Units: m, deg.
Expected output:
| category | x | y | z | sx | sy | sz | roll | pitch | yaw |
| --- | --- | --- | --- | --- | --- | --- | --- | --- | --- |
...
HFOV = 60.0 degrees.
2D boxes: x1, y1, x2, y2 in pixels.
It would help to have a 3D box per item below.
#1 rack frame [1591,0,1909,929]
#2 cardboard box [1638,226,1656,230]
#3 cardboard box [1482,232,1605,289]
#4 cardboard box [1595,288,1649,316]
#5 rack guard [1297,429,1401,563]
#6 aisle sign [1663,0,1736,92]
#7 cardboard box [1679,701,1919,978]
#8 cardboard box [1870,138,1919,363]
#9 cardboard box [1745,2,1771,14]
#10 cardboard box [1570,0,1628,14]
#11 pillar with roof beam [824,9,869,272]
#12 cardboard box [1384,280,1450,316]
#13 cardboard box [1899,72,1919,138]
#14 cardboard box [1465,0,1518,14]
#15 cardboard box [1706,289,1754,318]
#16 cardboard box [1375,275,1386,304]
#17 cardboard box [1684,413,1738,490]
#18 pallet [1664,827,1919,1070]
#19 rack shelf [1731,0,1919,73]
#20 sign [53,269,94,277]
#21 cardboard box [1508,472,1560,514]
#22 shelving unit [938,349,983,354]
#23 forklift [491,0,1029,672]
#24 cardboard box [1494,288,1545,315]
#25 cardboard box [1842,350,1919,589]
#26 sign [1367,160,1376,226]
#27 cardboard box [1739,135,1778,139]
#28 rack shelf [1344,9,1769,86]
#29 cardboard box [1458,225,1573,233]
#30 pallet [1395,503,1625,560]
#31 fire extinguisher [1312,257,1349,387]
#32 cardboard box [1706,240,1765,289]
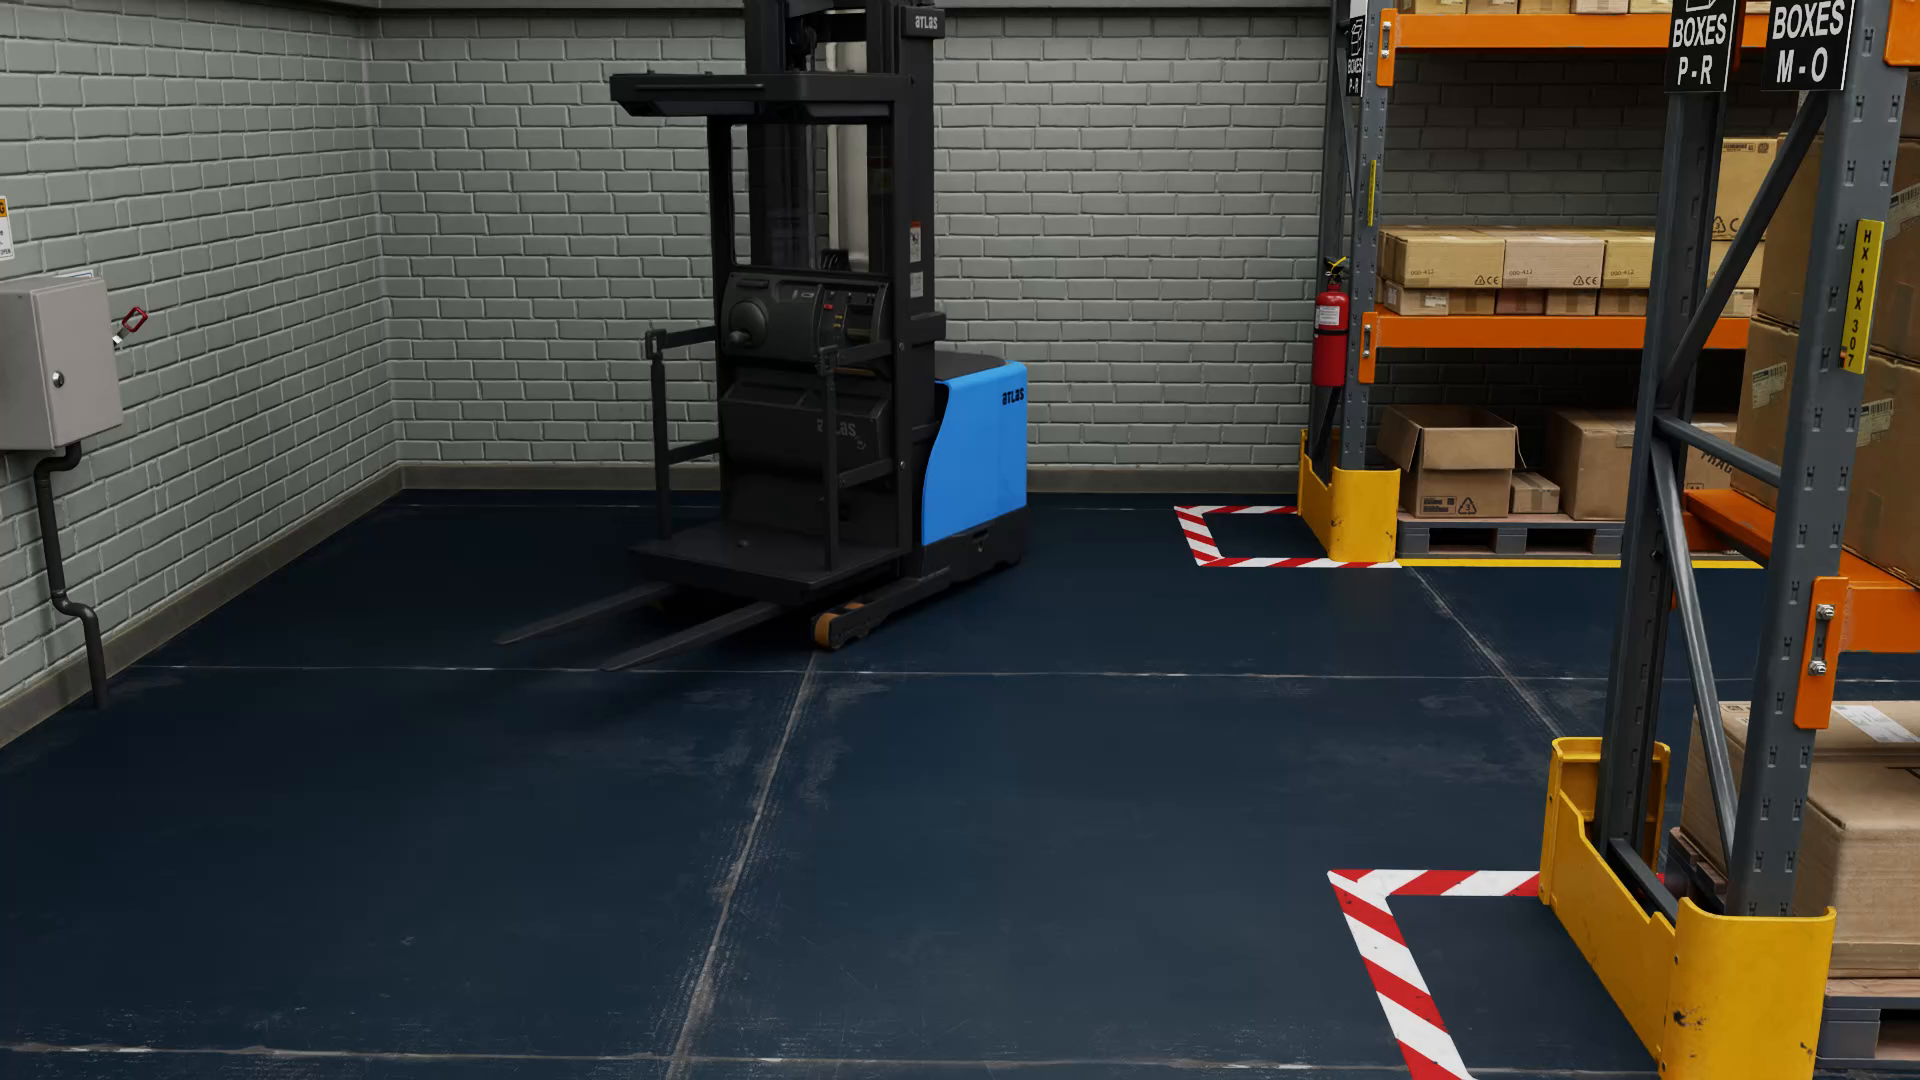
| category | x | y | z | sx | sy | sz | roll | pitch | yaw |
| --- | --- | --- | --- | --- | --- | --- | --- | --- | --- |
| rack frame | 1.976 | -0.213 | 4.267 | 0.127 | 3.000 | 1.000 | 0 | 15 | 1 |
| cardboard box | 4.099 | -1.603 | 9.247 | 0.500 | 0.250 | 0.500 | 0 | 15 | 1 |
| cardboard box | 3.050 | -1.475 | 8.762 | 0.500 | 0.250 | 0.500 | 1 | 15 | 2 |
| cardboard box | 3.457 | -1.285 | 8.823 | 0.250 | 0.149 | 0.380 | 1 | 15 | 2 |
| rack guard | 2.175 | -0.270 | 9.382 | 0.348 | 0.500 | 1.175 | 0 | 15 | 1 |
| aisle sign | 1.912 | -1.549 | 4.237 | 0.004 | 0.787 | 0.394 | 0 | 15 | 1 |
| cardboard box | 2.638 | 0.802 | 4.620 | 0.875 | 0.438 | 0.875 | 0 | 15 | 0 |
| cardboard box | 2.449 | -0.669 | 3.839 | 0.500 | 0.500 | 0.500 | 0 | 15 | 0 |
| cardboard box | 3.942 | -2.711 | 8.350 | 0.250 | 0.149 | 0.380 | 0 | 15 | 2 |
| cardboard box | 3.177 | -2.717 | 8.372 | 0.250 | 0.149 | 0.380 | 1 | 15 | 3 |
| pillar with roof beam | -0.683 | -3.529 | 5.076 | 0.400 | 9.000 | 9.100 | 0 | 15 | 1 |
| cardboard box | 2.421 | -1.285 | 8.824 | 0.250 | 0.149 | 0.380 | 0 | 15 | 1 |
| cardboard box | 2.324 | -0.985 | 3.767 | 0.250 | 0.149 | 0.380 | 1 | 15 | 3 |
| cardboard box | 2.675 | -2.751 | 8.500 | 0.250 | 0.149 | 0.380 | 1 | 15 | 2 |
| cardboard box | 3.971 | -1.268 | 8.757 | 0.250 | 0.149 | 0.380 | 1 | 15 | 3 |
| cardboard box | 2.437 | -1.424 | 9.348 | 0.250 | 0.149 | 0.380 | 0 | 15 | 1 |
| cardboard box | 4.088 | -0.401 | 9.055 | 0.500 | 0.500 | 0.500 | 1 | 15 | 2 |
| pallet | 2.777 | 1.121 | 4.678 | 1.213 | 0.211 | 1.003 | 0 | 15 | 1 |
| rack shelf | 3.975 | -1.302 | 3.927 | 4.000 | 0.370 | 1.077 | 0 | 15 | 1 |
| sign | -3.656 | -0.860 | 6.905 | 0.001 | 0.494 | 0.329 | 0 | 15 | 1 |
| cardboard box | 3.132 | -0.262 | 9.220 | 0.250 | 0.149 | 0.380 | 0 | 15 | -1 |
| shelving unit | -0.007 | -0.521 | 9.258 | 0.252 | 1.050 | 0.215 | 2 | 15 | 6 |
| forklift | -0.847 | -1.060 | 7.612 | 1.130 | 2.935 | 3.031 | 9 | 17 | 31 |
| cardboard box | 2.940 | -1.302 | 8.889 | 0.250 | 0.149 | 0.380 | 0 | 15 | 1 |
| cardboard box | 2.449 | -0.185 | 3.965 | 0.500 | 0.500 | 0.500 | 0 | 15 | 1 |
| sign | 2.085 | -1.759 | 8.430 | 0.005 | 0.325 | 0.100 | 0 | 15 | 1 |
| cardboard box | 4.616 | -1.964 | 9.145 | 0.500 | 0.500 | 0.500 | 0 | 15 | 0 |
| rack shelf | 4.099 | -2.568 | 8.725 | 4.000 | 0.370 | 1.077 | 0 | 15 | 1 |
| cardboard box | 3.081 | -1.611 | 9.277 | 0.500 | 0.250 | 0.500 | 0 | 15 | 2 |
| pallet | 2.972 | -0.125 | 9.400 | 1.213 | 0.211 | 1.003 | 0 | 15 | 1 |
| fire extinguisher | 1.940 | -1.144 | 8.679 | 0.183 | 0.674 | 0.296 | 0 | 15 | 1 |
| cardboard box | 4.068 | -1.475 | 8.761 | 0.500 | 0.250 | 0.500 | 0 | 15 | 0 |
